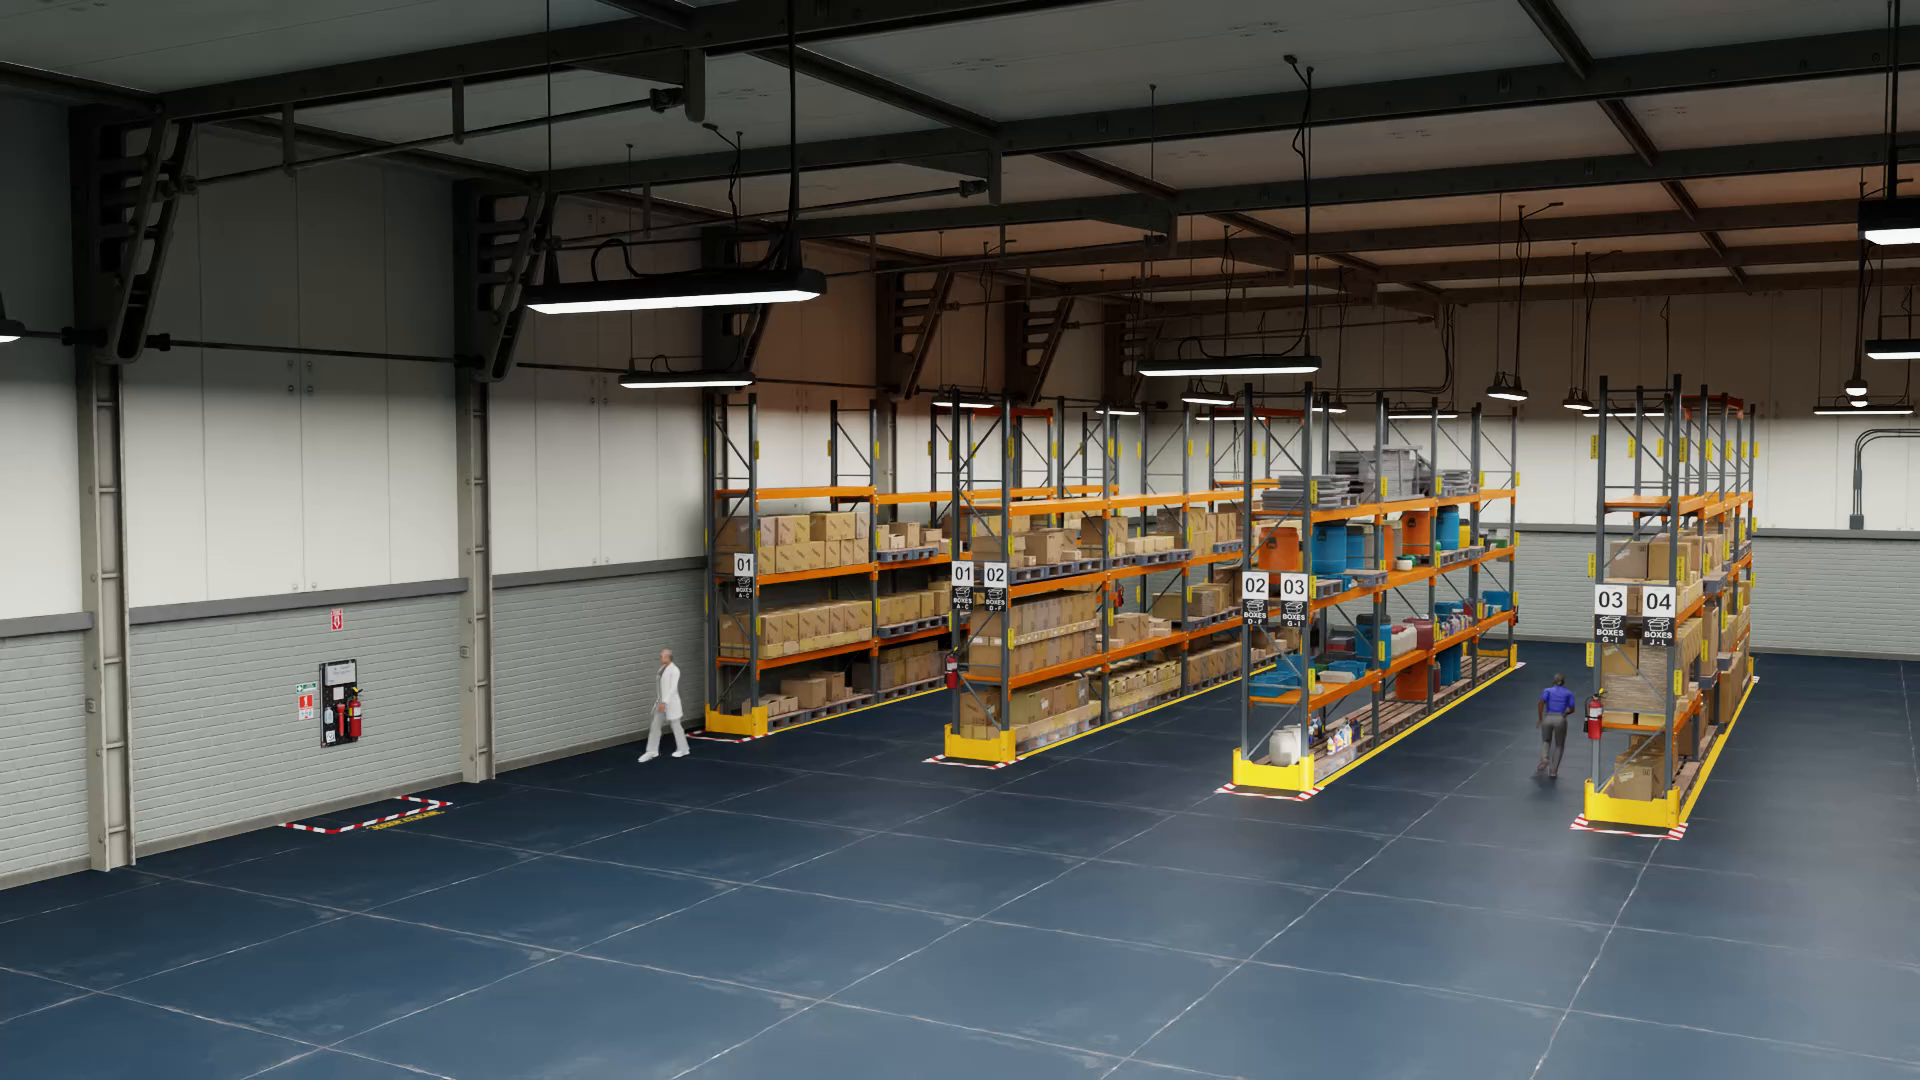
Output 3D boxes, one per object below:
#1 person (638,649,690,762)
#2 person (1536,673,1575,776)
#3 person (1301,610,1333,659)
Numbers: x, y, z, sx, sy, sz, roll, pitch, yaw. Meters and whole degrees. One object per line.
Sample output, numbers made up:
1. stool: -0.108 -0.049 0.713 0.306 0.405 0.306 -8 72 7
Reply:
1. person: -4.806 2.664 26.916 0.890 1.780 0.588 -3 4 -40
2. person: 9.221 2.844 25.755 0.514 1.547 0.704 2 4 31
3. person: 7.651 2.261 35.632 0.710 1.633 0.705 2 4 37
